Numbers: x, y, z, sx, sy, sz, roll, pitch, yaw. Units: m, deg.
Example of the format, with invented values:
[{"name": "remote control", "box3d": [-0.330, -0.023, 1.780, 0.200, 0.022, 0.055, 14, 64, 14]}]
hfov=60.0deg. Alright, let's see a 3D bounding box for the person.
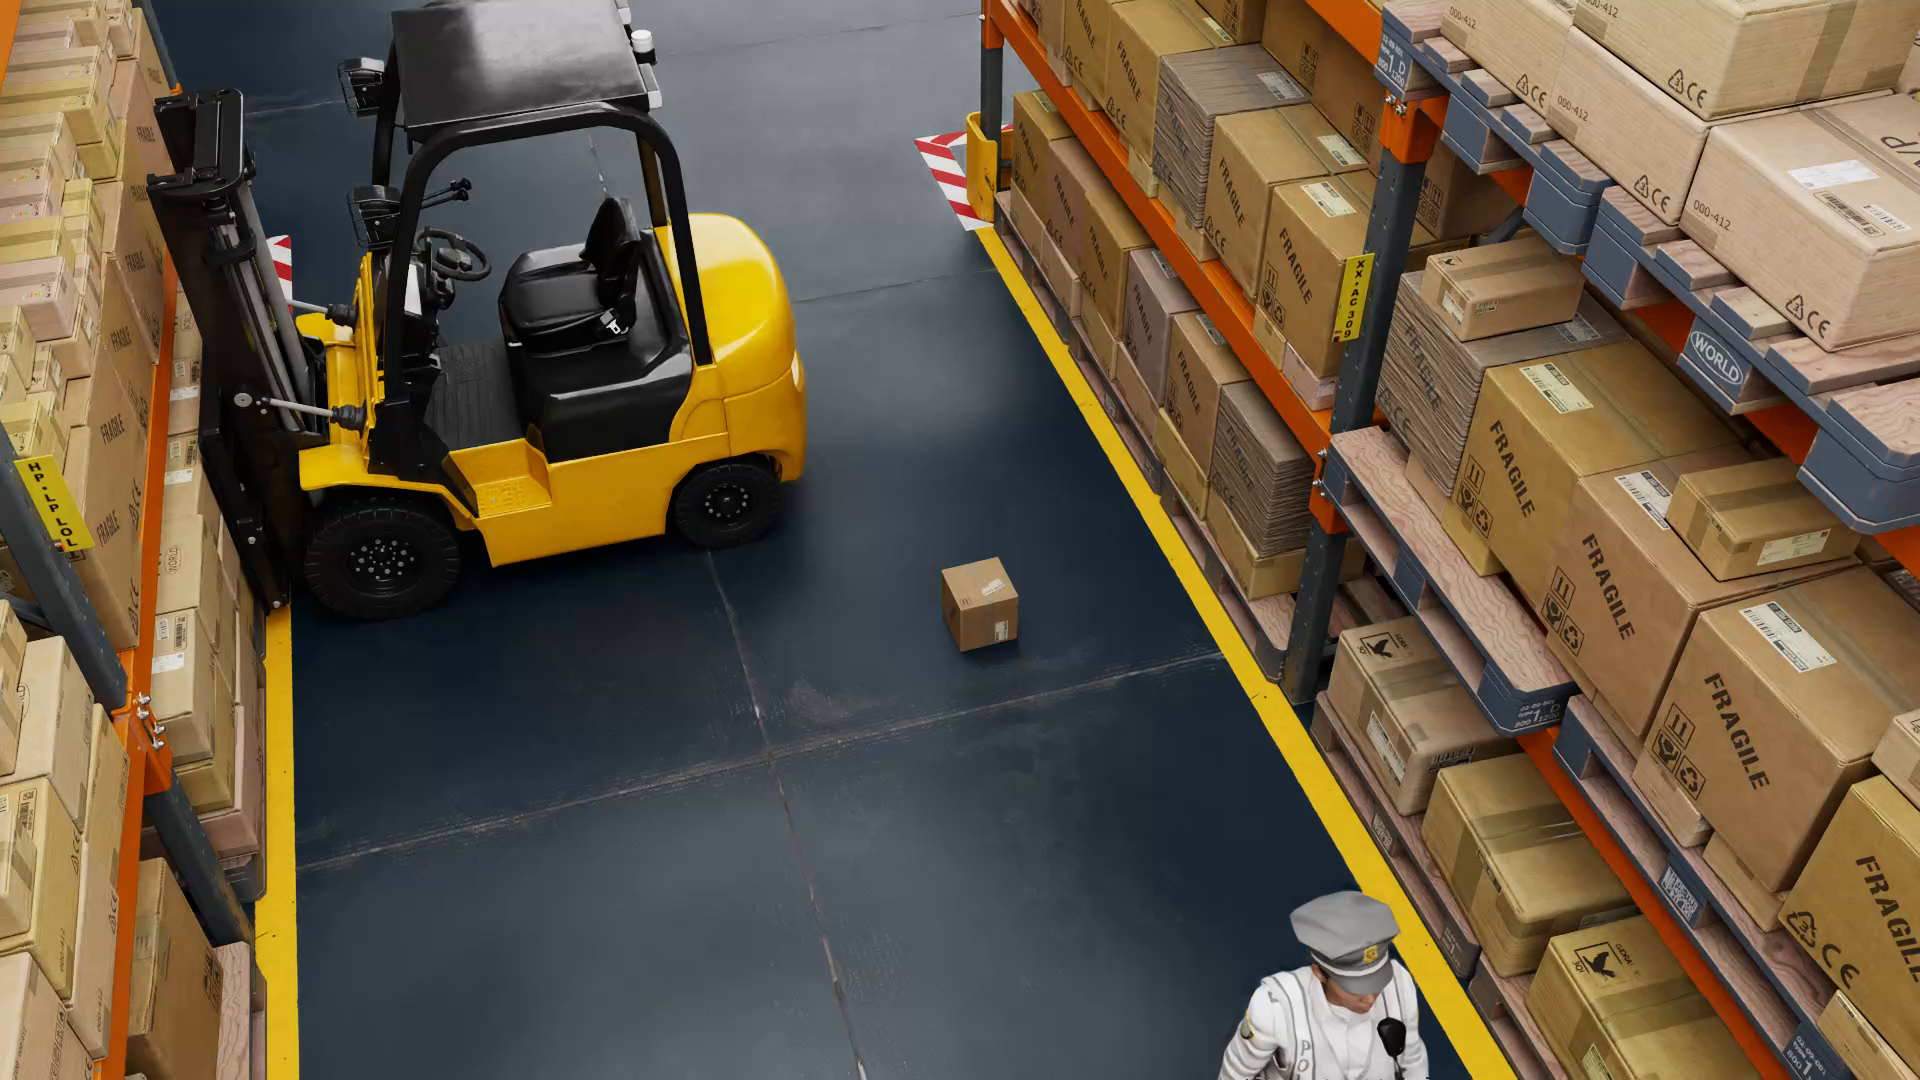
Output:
[{"name": "person", "box3d": [0.990, 1.582, 4.403, 0.520, 1.672, 0.858, -12, 44, -12]}]
